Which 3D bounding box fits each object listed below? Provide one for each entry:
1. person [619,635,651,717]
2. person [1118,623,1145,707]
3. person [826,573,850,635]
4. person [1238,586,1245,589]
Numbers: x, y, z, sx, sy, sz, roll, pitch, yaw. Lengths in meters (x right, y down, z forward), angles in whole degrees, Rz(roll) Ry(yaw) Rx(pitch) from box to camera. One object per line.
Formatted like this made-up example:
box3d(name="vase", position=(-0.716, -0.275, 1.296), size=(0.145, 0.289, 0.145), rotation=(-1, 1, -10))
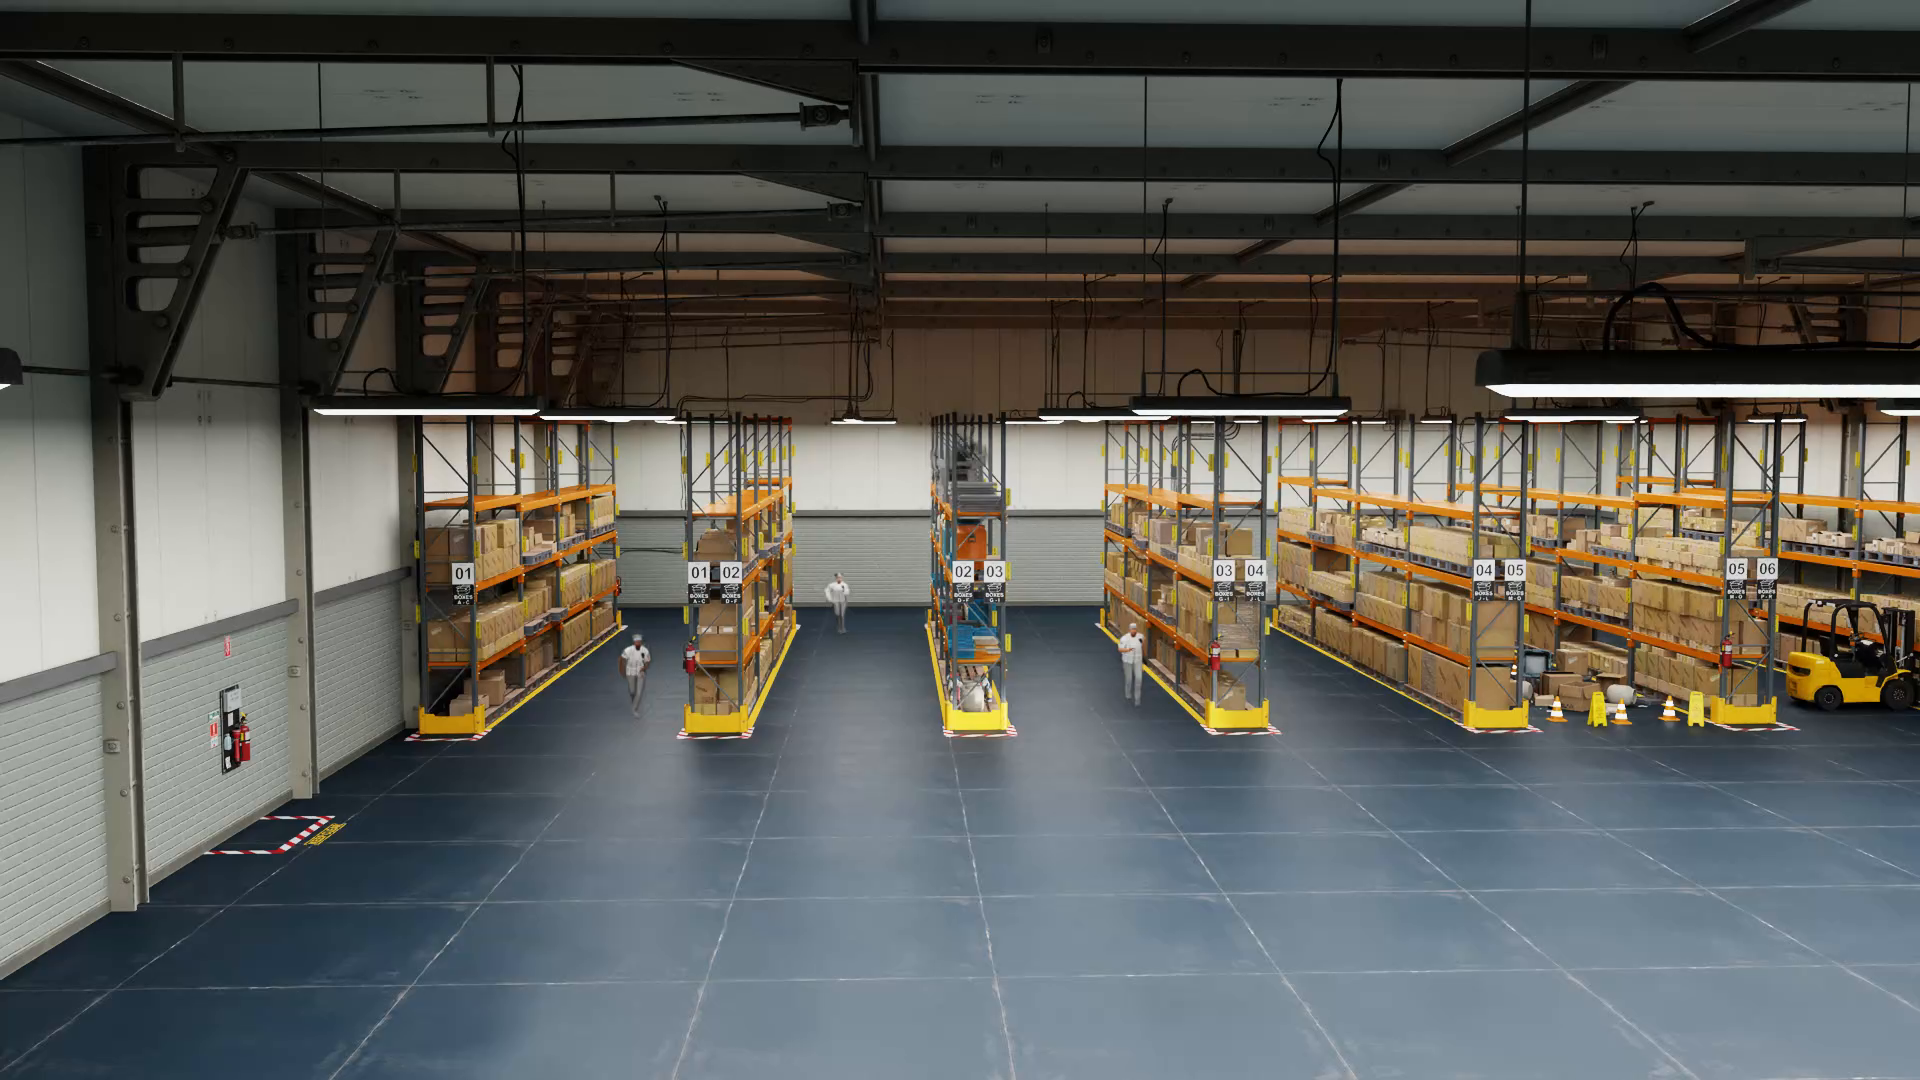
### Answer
box3d(name="person", position=(-6.423, 2.680, 32.903), size=(0.615, 1.649, 0.643), rotation=(-1, 4, -14))
box3d(name="person", position=(3.564, 2.565, 34.463), size=(0.603, 1.726, 0.893), rotation=(0, 4, -3))
box3d(name="person", position=(-3.362, 1.757, 46.026), size=(0.637, 1.737, 0.817), rotation=(-1, 4, -12))
box3d(name="person", position=(7.934, 1.658, 47.644), size=(0.680, 1.647, 0.705), rotation=(2, 4, 26))
